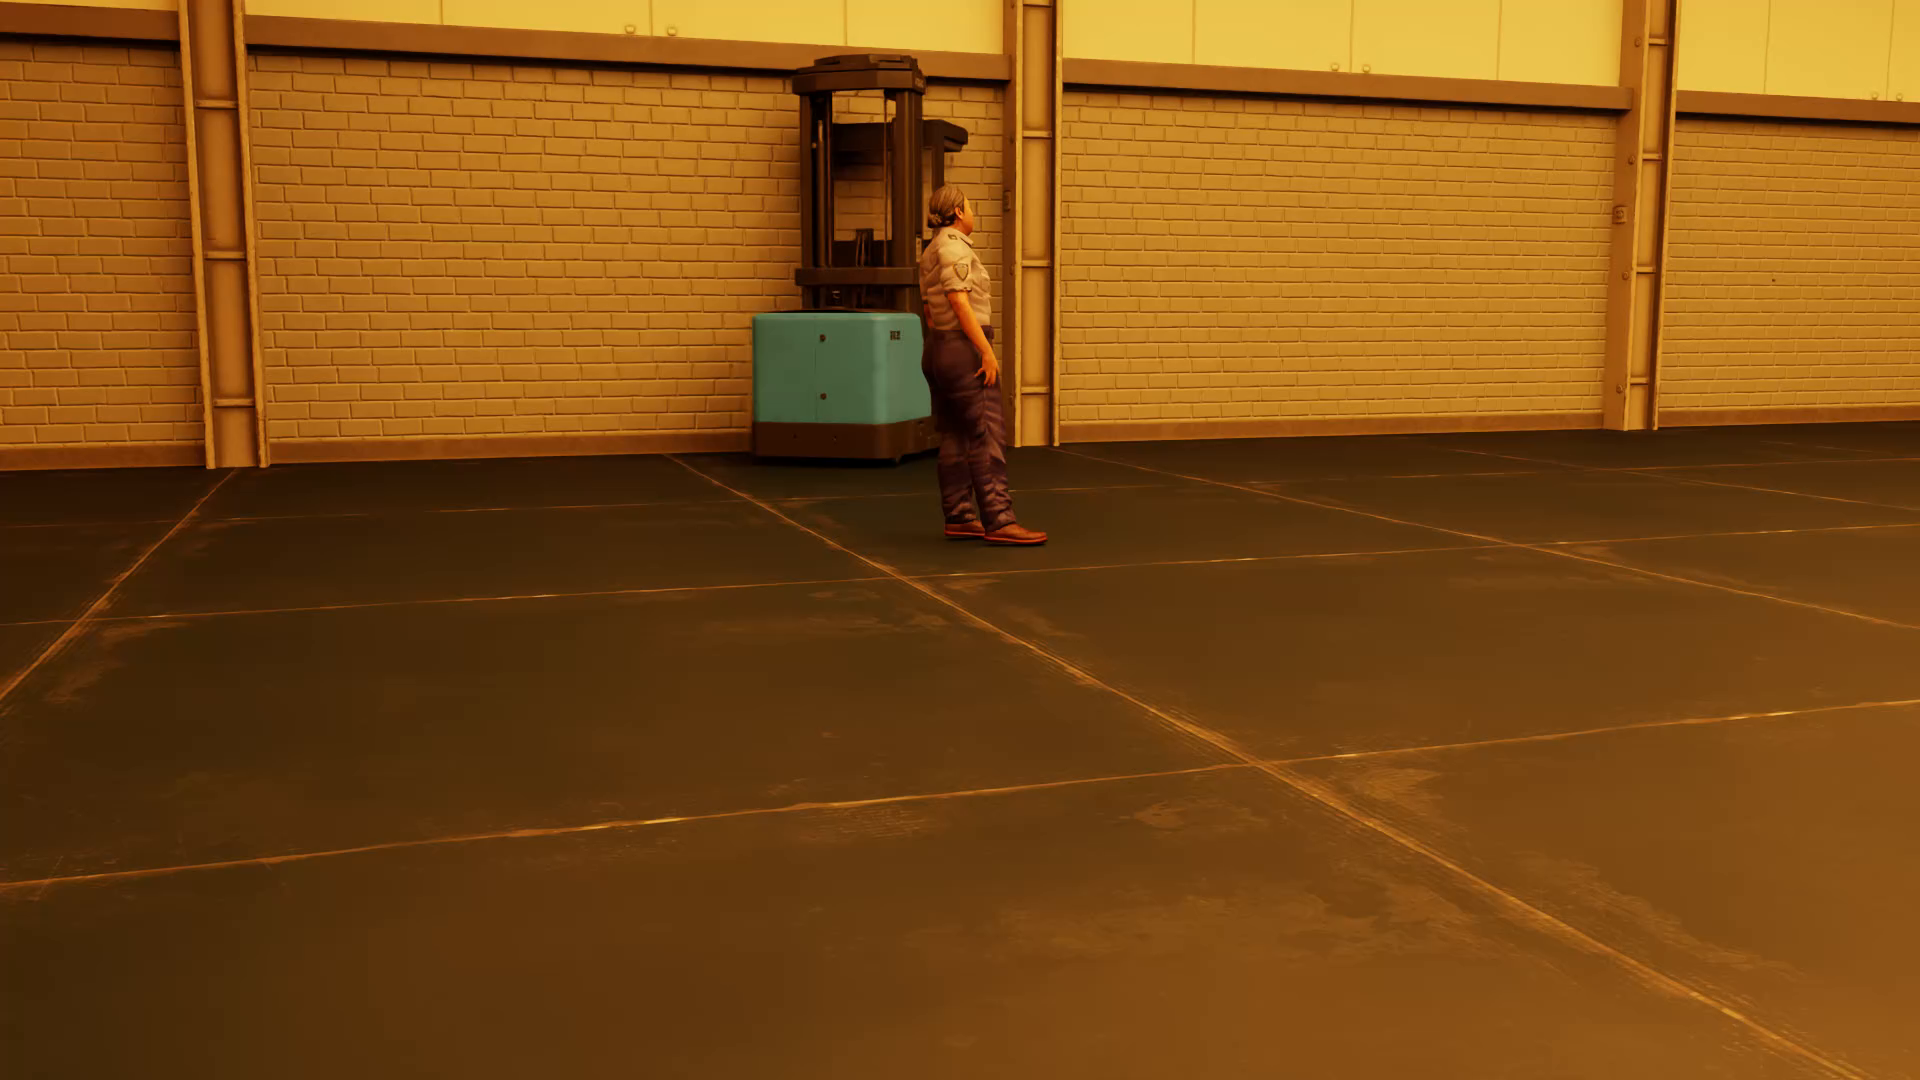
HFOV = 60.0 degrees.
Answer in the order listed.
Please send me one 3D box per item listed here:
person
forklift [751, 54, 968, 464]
[{"bbox_3d":[0.093,-0.820,7.819,0.502,1.643,0.598,-3,8,-18],"label":"person"},{"bbox_3d":[-0.580,-2.153,12.884,1.130,2.935,3.031,2,8,16],"label":"forklift"}]
